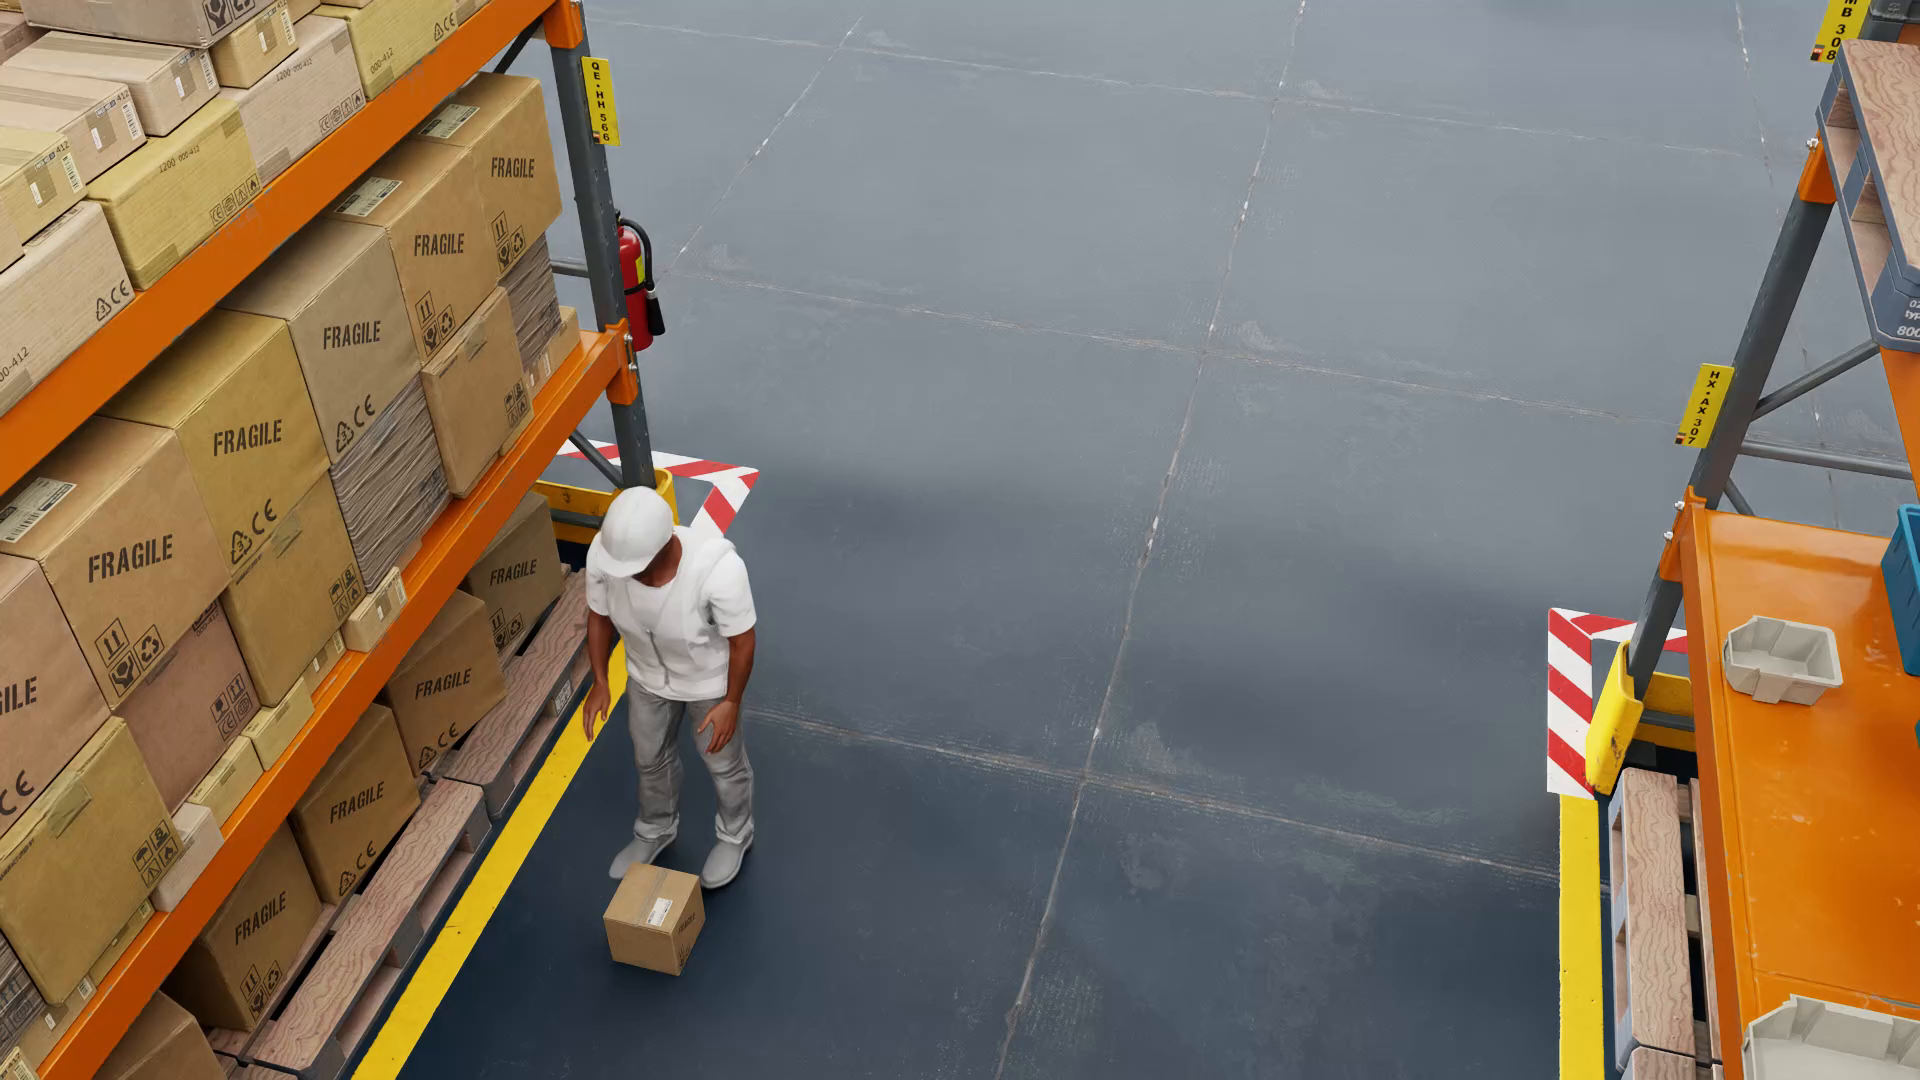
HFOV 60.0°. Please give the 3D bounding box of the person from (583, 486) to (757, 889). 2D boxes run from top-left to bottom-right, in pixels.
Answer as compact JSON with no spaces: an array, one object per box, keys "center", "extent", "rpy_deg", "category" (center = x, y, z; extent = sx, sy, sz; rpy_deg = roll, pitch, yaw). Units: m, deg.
[{"center":[-0.958,0.505,5.566],"extent":[0.597,1.792,0.511],"rpy_deg":[12,42,13],"category":"person"}]
